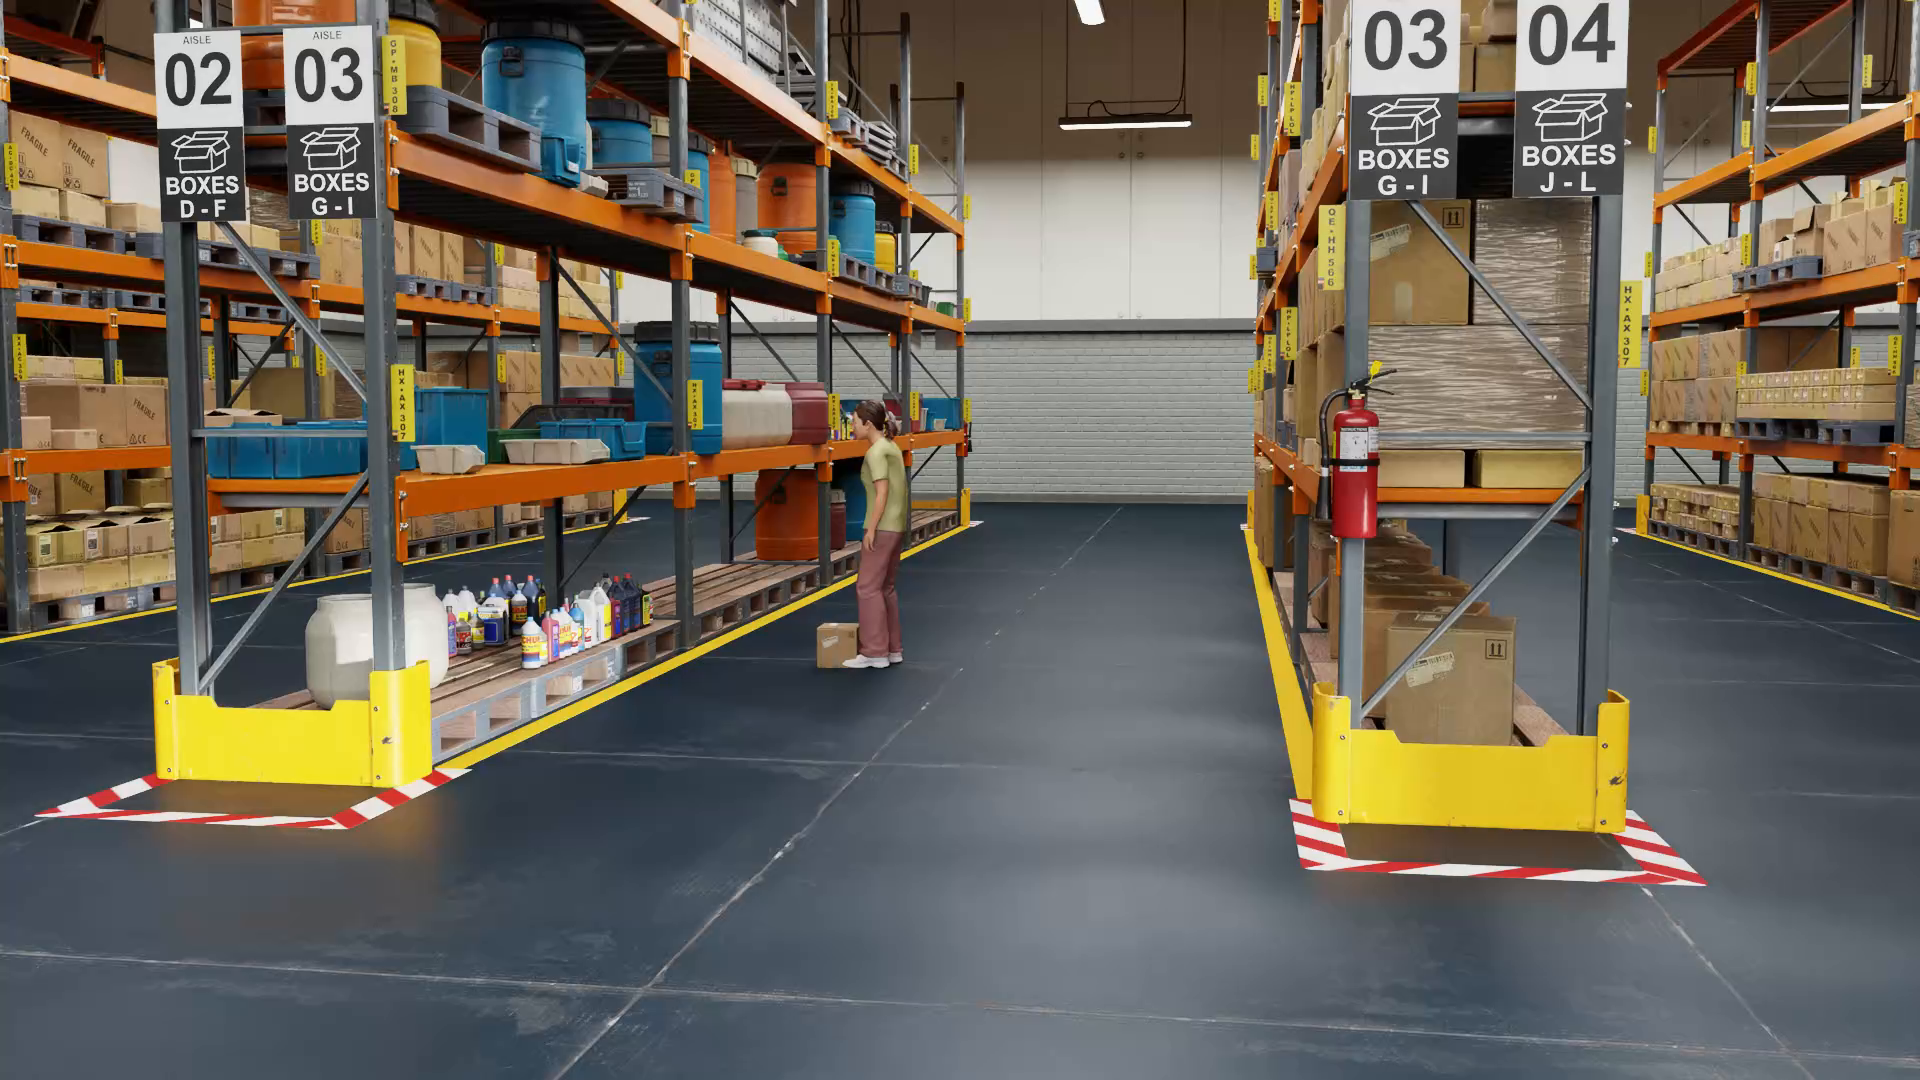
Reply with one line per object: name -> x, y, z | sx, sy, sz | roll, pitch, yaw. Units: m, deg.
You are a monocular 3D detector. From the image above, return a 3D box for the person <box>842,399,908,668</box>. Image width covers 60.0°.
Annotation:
person -> -0.532, -0.044, 10.404 | 0.405, 1.673, 0.499 | 1, 5, 9
